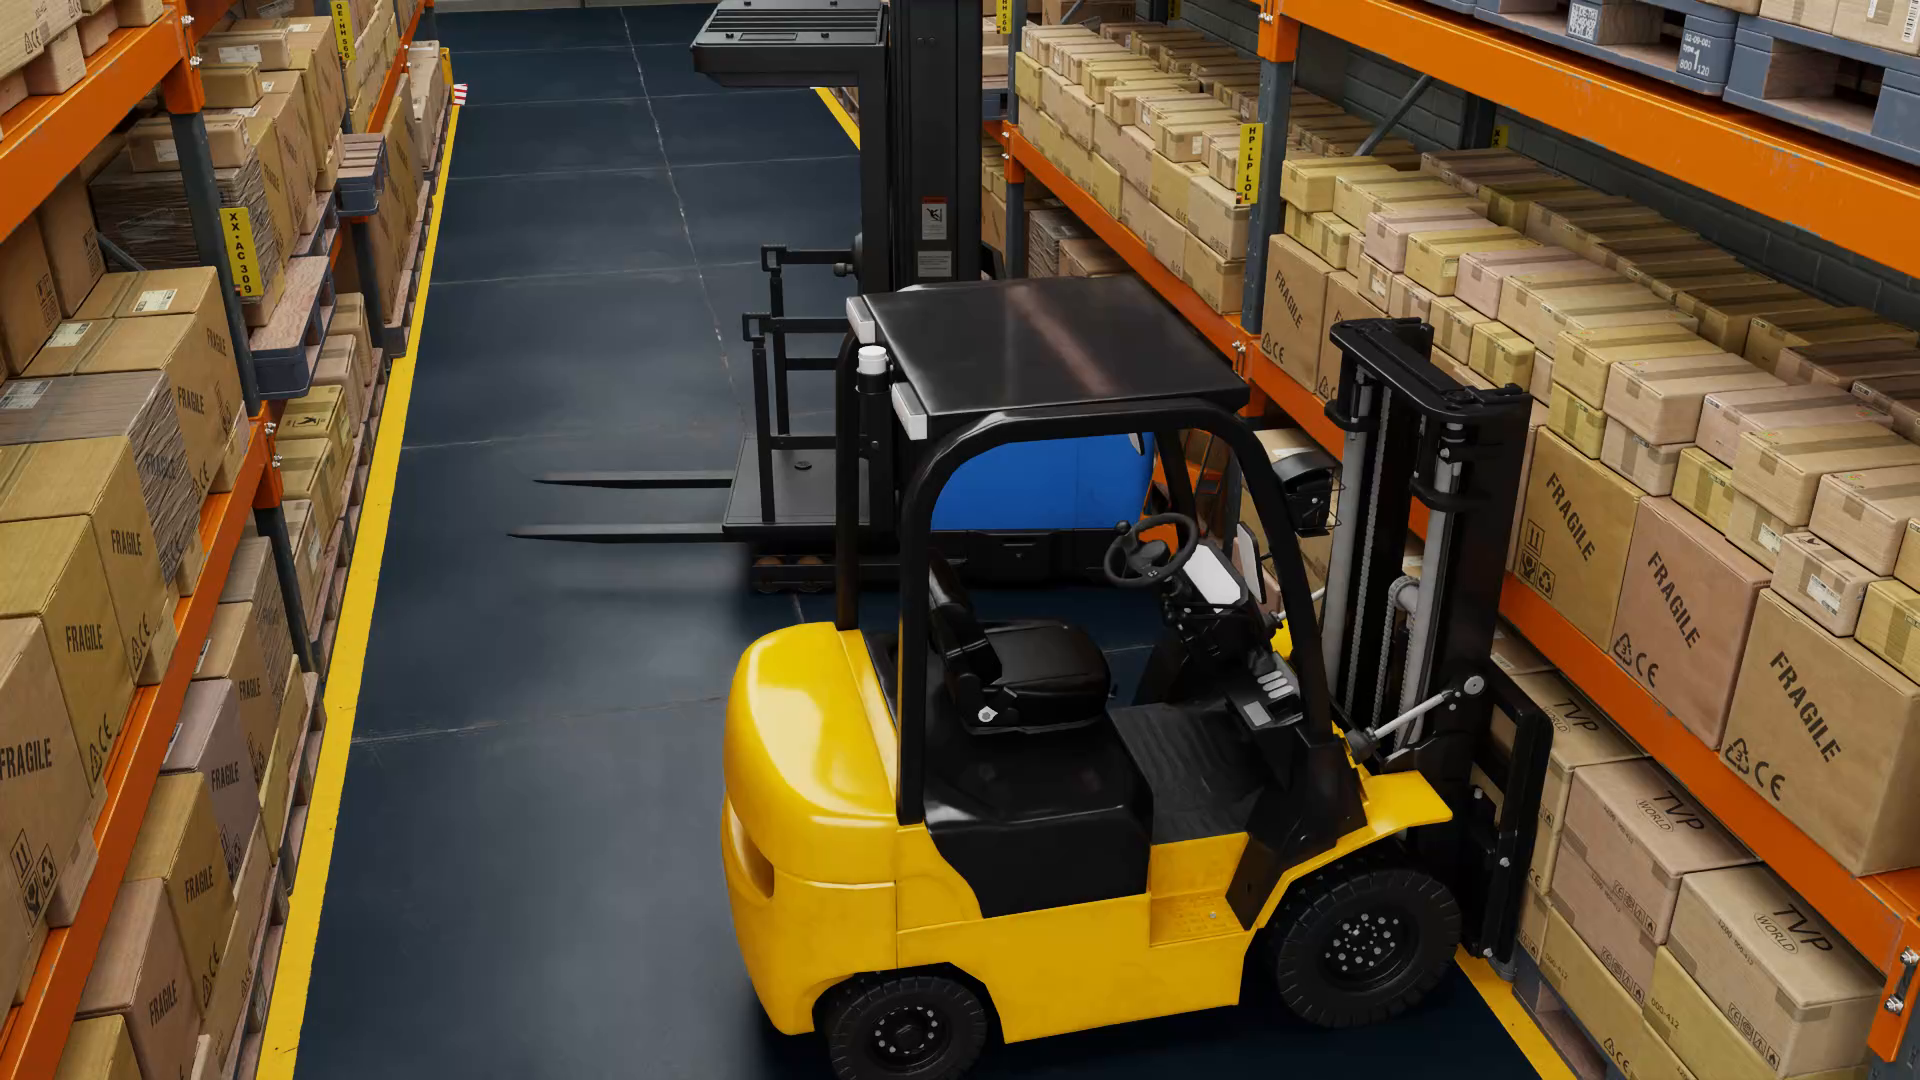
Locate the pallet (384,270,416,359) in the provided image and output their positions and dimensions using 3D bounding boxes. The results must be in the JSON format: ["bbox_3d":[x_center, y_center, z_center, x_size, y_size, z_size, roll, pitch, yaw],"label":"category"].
[{"bbox_3d":[-4.138,-1.461,10.911,1.003,0.211,1.213,-6,27,-12],"label":"pallet"}]

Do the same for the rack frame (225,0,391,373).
[{"bbox_3d":[-4.034,-2.352,9.582,1.000,3.000,0.127,-6,27,-12],"label":"rack frame"}]

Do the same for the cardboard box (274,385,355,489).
[{"bbox_3d":[-3.577,-0.461,8.285,0.950,0.372,0.625,-5,27,-10],"label":"cardboard box"}]

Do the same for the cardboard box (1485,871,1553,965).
[{"bbox_3d":[1.984,1.080,5.367,0.500,0.250,0.500,-6,27,-11],"label":"cardboard box"}]

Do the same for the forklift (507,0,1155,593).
[{"bbox_3d":[-0.625,-1.302,7.576,3.031,2.935,1.130,-1,27,-1],"label":"forklift"}]

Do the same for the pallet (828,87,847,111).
[{"bbox_3d":[-0.804,-4.742,17.411,1.003,0.211,1.213,-6,27,-12],"label":"pallet"}]

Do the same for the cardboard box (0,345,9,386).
[{"bbox_3d":[-3.064,-0.555,4.471,0.700,0.500,0.500,-7,28,-13],"label":"cardboard box"}]

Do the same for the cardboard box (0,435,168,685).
[{"bbox_3d":[-2.426,0.073,4.335,0.500,0.500,0.500,-7,28,-13],"label":"cardboard box"}]

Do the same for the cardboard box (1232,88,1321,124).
[{"bbox_3d":[1.597,-2.177,8.404,0.380,0.149,0.250,-6,27,-12],"label":"cardboard box"}]

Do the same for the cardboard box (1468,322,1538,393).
[{"bbox_3d":[1.847,-0.589,5.257,0.380,0.149,0.250,-7,28,-13],"label":"cardboard box"}]

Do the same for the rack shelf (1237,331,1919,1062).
[{"bbox_3d":[2.154,0.097,5.527,1.077,0.370,4.000,-6,27,-12],"label":"rack shelf"}]

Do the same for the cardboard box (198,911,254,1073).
[{"bbox_3d":[-2.386,1.354,4.823,0.500,0.250,0.500,-4,27,-8],"label":"cardboard box"}]

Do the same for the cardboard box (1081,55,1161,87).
[{"bbox_3d":[0.888,-2.574,9.191,0.380,0.149,0.250,-6,27,-11],"label":"cardboard box"}]

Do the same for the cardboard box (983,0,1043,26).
[{"bbox_3d":[0.253,-3.789,11.848,0.797,0.503,0.637,-7,28,-13],"label":"cardboard box"}]

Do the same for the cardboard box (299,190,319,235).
[{"bbox_3d":[-3.216,-1.521,7.748,0.380,0.149,0.250,-5,27,-10],"label":"cardboard box"}]

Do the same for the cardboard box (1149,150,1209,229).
[{"bbox_3d":[1.220,-1.673,7.847,0.500,0.250,0.500,-7,28,-13],"label":"cardboard box"}]

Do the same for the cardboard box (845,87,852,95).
[{"bbox_3d":[-0.801,-4.784,16.708,0.700,0.500,0.500,-5,27,-9],"label":"cardboard box"}]

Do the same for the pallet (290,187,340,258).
[{"bbox_3d":[-3.548,-1.402,7.911,1.003,0.211,1.213,-6,27,-12],"label":"pallet"}]

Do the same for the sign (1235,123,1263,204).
[{"bbox_3d":[1.176,-1.524,6.744,0.100,0.325,0.005,-6,27,-12],"label":"sign"}]

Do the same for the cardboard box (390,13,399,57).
[{"bbox_3d":[-4.589,-3.870,12.755,0.500,0.250,0.500,-7,28,-13],"label":"cardboard box"}]

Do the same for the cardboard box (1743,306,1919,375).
[{"bbox_3d":[2.549,-0.564,4.877,0.380,0.149,0.250,-7,28,-13],"label":"cardboard box"}]

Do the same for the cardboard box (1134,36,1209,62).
[{"bbox_3d":[1.239,-2.847,9.730,0.380,0.149,0.250,-6,27,-12],"label":"cardboard box"}]

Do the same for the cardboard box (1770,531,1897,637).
[{"bbox_3d":[2.167,0.087,3.918,0.380,0.149,0.250,-6,27,-11],"label":"cardboard box"}]

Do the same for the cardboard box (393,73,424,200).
[{"bbox_3d":[-4.718,-3.083,12.922,0.875,0.875,0.875,-5,27,-10],"label":"cardboard box"}]

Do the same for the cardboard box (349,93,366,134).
[{"bbox_3d":[-3.899,-2.526,10.092,0.500,0.250,0.500,-6,27,-12],"label":"cardboard box"}]

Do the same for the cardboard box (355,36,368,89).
[{"bbox_3d":[-4.023,-2.983,10.443,0.500,0.250,0.500,-5,27,-10],"label":"cardboard box"}]

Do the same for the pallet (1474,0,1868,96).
[{"bbox_3d":[2.192,-1.495,4.653,1.003,0.211,1.213,-6,27,-12],"label":"pallet"}]

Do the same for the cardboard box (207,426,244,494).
[{"bbox_3d":[-2.700,-0.265,5.725,0.380,0.149,0.250,-5,27,-10],"label":"cardboard box"}]

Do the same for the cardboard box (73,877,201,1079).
[{"bbox_3d":[-2.271,1.243,4.211,0.500,0.500,0.500,-7,28,-14],"label":"cardboard box"}]

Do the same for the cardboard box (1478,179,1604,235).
[{"bbox_3d":[2.158,-1.230,6.198,0.380,0.149,0.250,-6,27,-12],"label":"cardboard box"}]

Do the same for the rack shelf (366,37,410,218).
[{"bbox_3d":[-4.485,-2.909,11.483,1.077,0.370,4.000,-6,27,-12],"label":"rack shelf"}]

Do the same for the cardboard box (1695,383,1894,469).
[{"bbox_3d":[2.163,-0.283,4.321,0.380,0.149,0.250,-6,27,-11],"label":"cardboard box"}]

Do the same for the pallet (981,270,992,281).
[{"bbox_3d":[0.670,-1.945,11.869,1.003,0.211,1.213,-6,27,-12],"label":"pallet"}]

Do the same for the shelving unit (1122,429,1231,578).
[{"bbox_3d":[1.023,-0.242,7.545,0.252,1.050,0.215,25,16,40],"label":"shelving unit"}]

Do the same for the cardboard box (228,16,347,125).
[{"bbox_3d":[-3.660,-2.546,9.058,0.500,0.500,0.500,-7,28,-13],"label":"cardboard box"}]

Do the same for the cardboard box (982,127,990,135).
[{"bbox_3d":[0.172,-2.995,12.444,0.380,0.149,0.250,-7,28,-14],"label":"cardboard box"}]

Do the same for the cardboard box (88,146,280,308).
[{"bbox_3d":[-2.959,-1.196,6.384,0.500,0.500,0.500,-5,27,-10],"label":"cardboard box"}]

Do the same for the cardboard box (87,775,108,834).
[{"bbox_3d":[-2.261,0.641,3.929,0.380,0.149,0.250,-5,27,-10],"label":"cardboard box"}]

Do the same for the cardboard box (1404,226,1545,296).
[{"bbox_3d":[1.742,-0.948,5.638,0.380,0.149,0.250,-6,27,-12],"label":"cardboard box"}]

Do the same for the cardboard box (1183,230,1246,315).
[{"bbox_3d":[1.334,-1.230,7.524,0.500,0.250,0.500,-5,27,-10],"label":"cardboard box"}]

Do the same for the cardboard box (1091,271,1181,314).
[{"bbox_3d":[1.235,-1.129,9.326,0.875,0.625,0.625,-7,28,-14],"label":"cardboard box"}]

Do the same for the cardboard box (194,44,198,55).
[{"bbox_3d":[-4.034,-2.268,8.508,0.500,0.500,0.500,-5,27,-9],"label":"cardboard box"}]

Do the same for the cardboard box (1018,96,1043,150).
[{"bbox_3d":[0.663,-2.571,10.182,0.500,0.250,0.500,-6,27,-11],"label":"cardboard box"}]

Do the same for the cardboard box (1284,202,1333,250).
[{"bbox_3d":[1.518,-1.270,6.606,0.380,0.149,0.250,-6,27,-12],"label":"cardboard box"}]

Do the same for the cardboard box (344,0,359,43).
[{"bbox_3d":[-4.028,-3.302,10.241,0.500,0.500,0.500,-6,27,-11],"label":"cardboard box"}]

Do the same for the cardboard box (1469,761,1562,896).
[{"bbox_3d":[1.951,0.843,5.281,0.500,0.250,0.500,-7,28,-13],"label":"cardboard box"}]

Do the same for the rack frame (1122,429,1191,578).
[{"bbox_3d":[0.939,-0.282,7.623,0.008,1.050,0.200,25,16,40],"label":"rack frame"}]

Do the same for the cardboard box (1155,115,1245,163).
[{"bbox_3d":[1.141,-1.890,7.835,0.380,0.149,0.250,-7,28,-13],"label":"cardboard box"}]

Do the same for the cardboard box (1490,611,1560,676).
[{"bbox_3d":[1.846,0.410,5.585,0.500,0.250,0.500,-7,28,-13],"label":"cardboard box"}]

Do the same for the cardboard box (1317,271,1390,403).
[{"bbox_3d":[1.682,-0.698,6.194,0.500,0.500,0.500,-5,27,-11],"label":"cardboard box"}]
